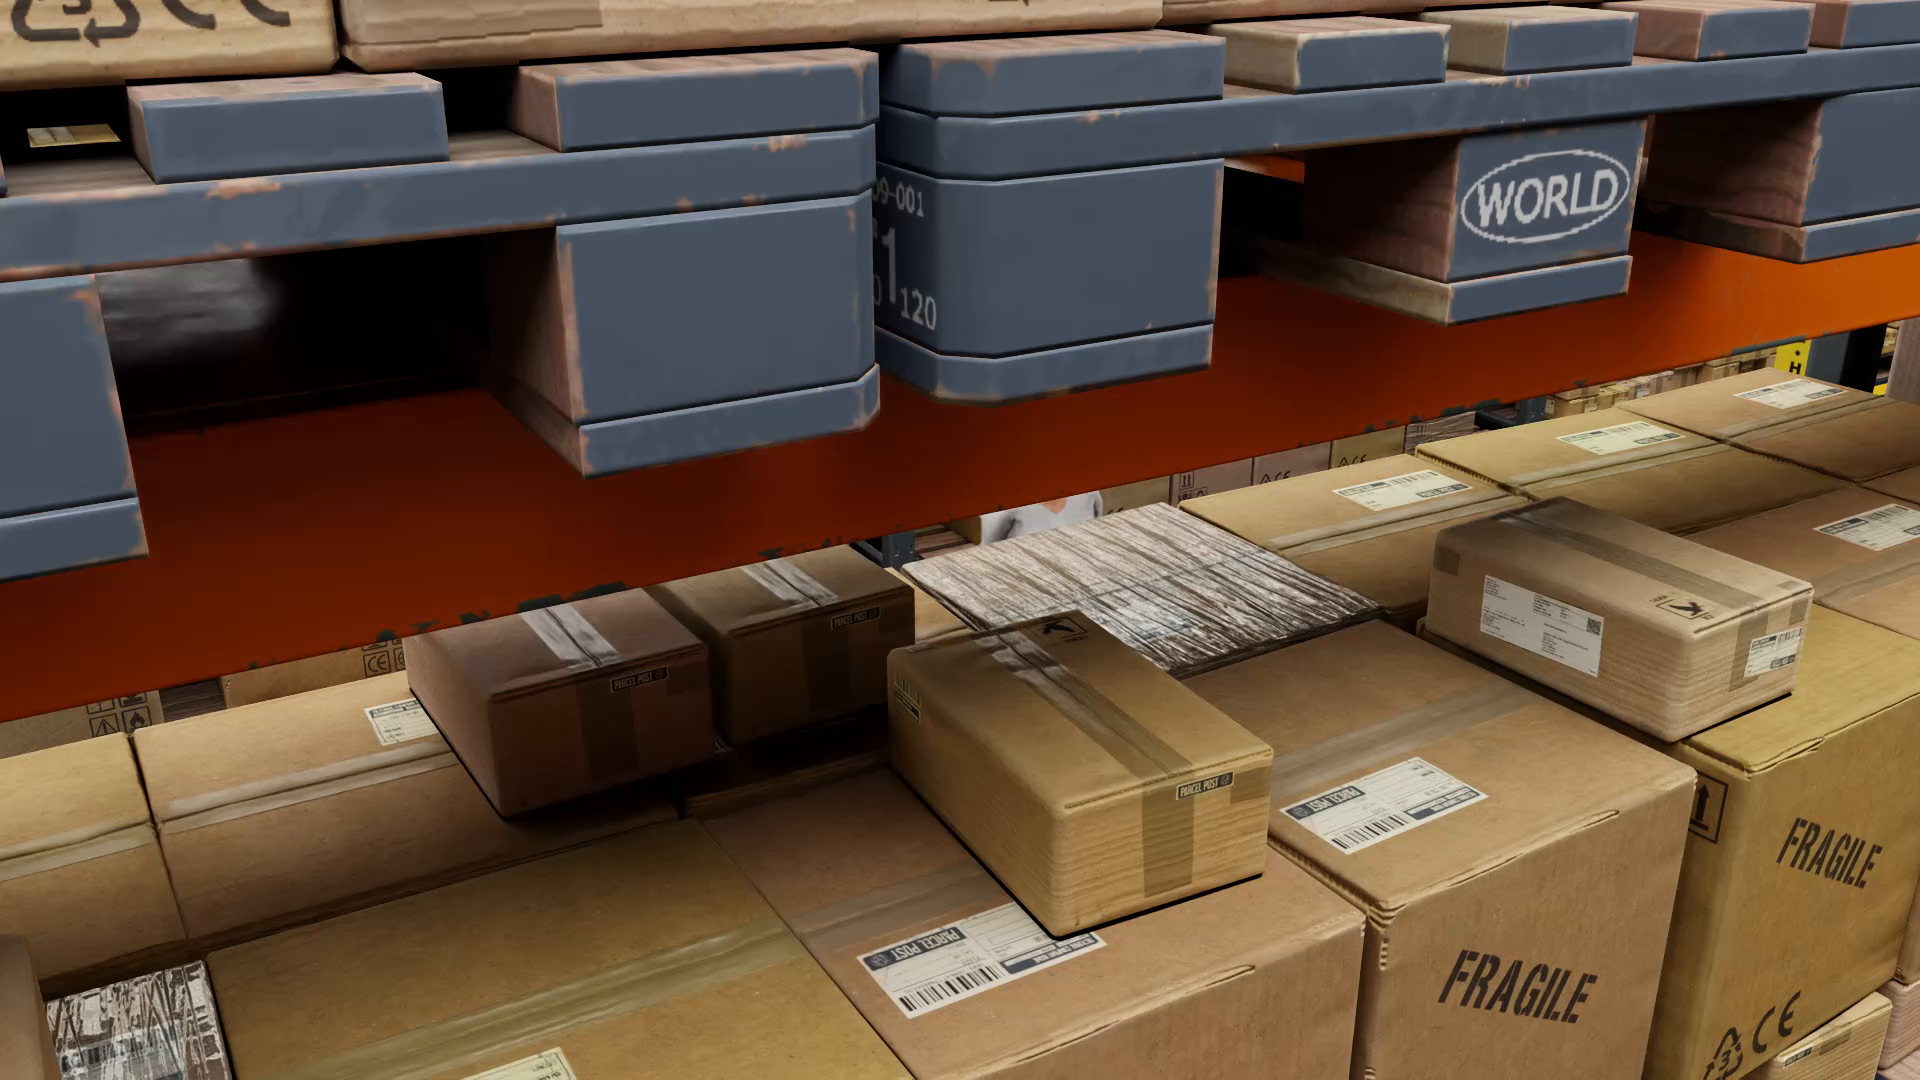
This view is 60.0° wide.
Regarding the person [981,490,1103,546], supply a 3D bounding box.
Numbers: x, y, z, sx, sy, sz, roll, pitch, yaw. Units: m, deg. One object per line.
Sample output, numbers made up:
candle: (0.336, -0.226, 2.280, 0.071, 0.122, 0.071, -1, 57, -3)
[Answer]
person: (0.266, 0.347, 5.233, 0.439, 1.673, 0.363, -12, 25, -27)
